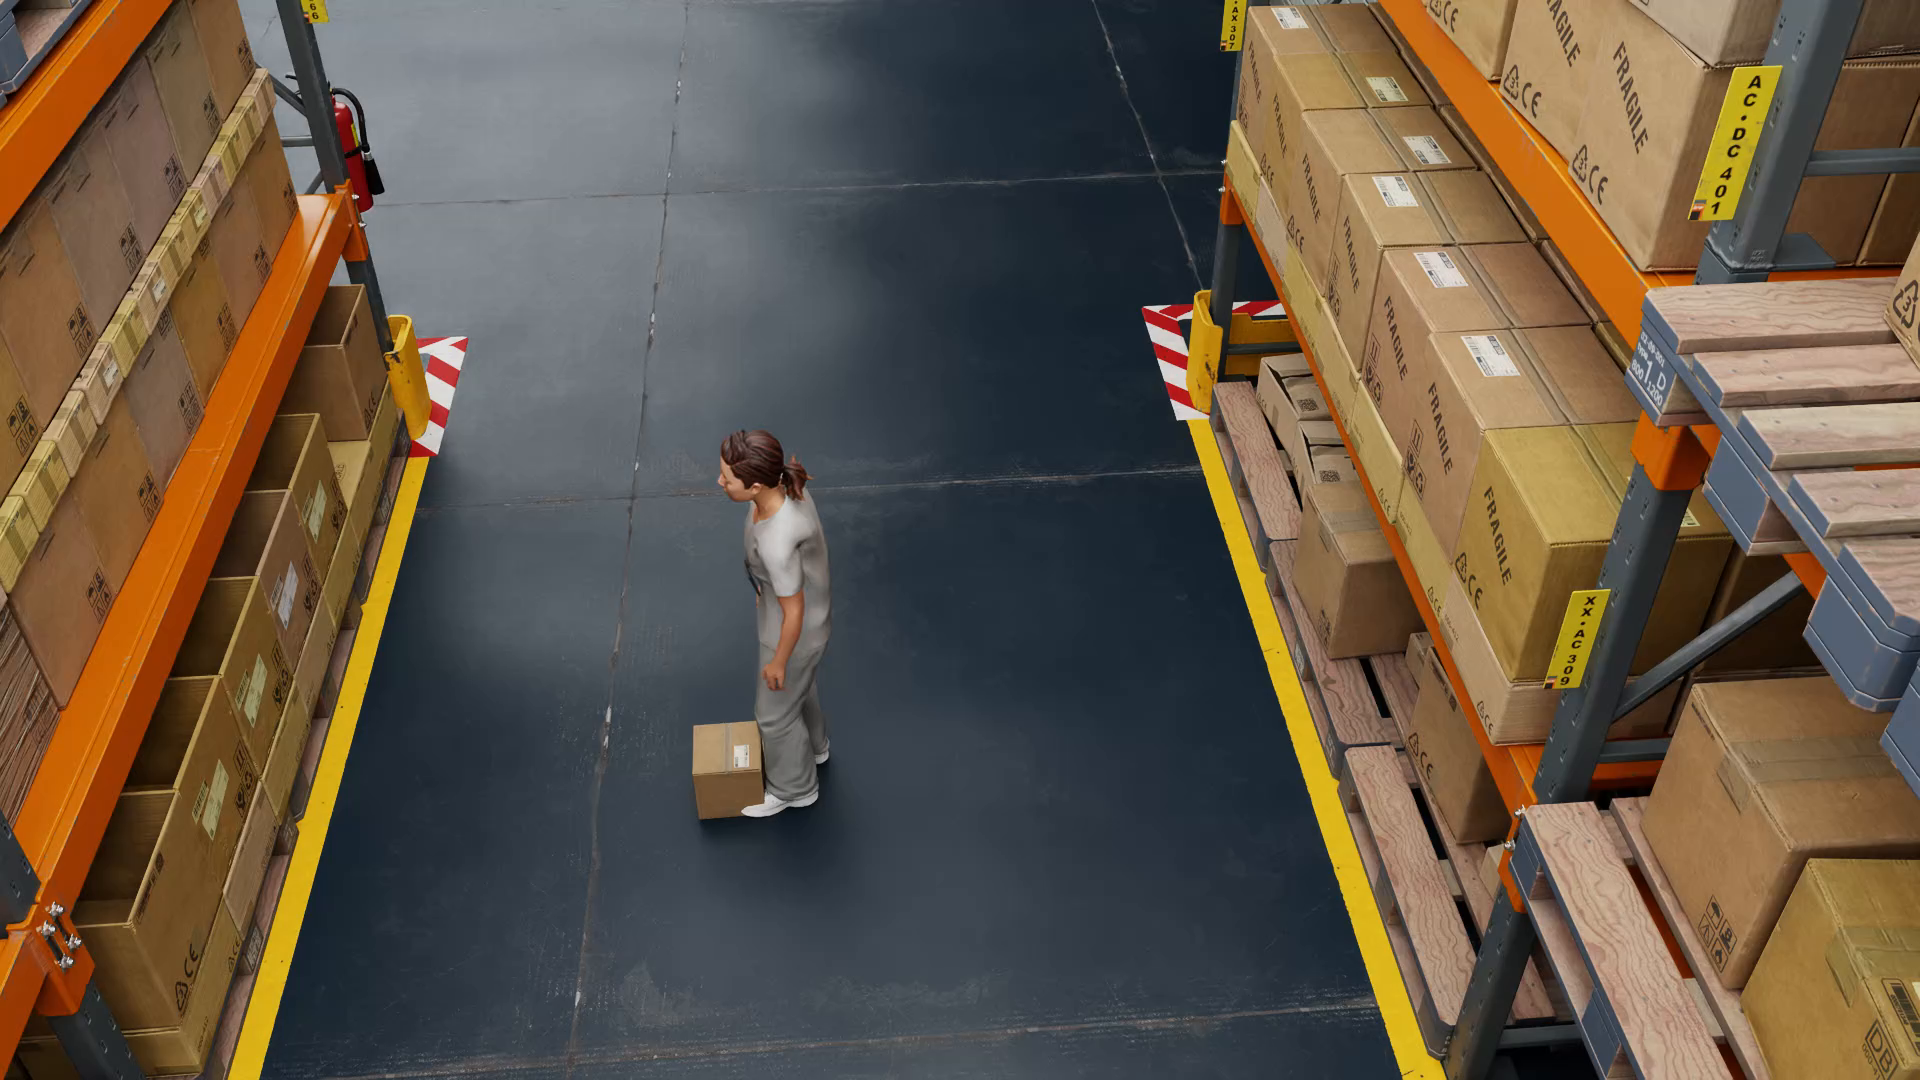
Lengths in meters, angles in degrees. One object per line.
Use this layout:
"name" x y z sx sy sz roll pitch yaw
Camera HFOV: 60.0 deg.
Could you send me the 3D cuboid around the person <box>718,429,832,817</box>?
"person" -0.644 0.295 5.794 0.407 1.673 0.511 -5 39 -6
